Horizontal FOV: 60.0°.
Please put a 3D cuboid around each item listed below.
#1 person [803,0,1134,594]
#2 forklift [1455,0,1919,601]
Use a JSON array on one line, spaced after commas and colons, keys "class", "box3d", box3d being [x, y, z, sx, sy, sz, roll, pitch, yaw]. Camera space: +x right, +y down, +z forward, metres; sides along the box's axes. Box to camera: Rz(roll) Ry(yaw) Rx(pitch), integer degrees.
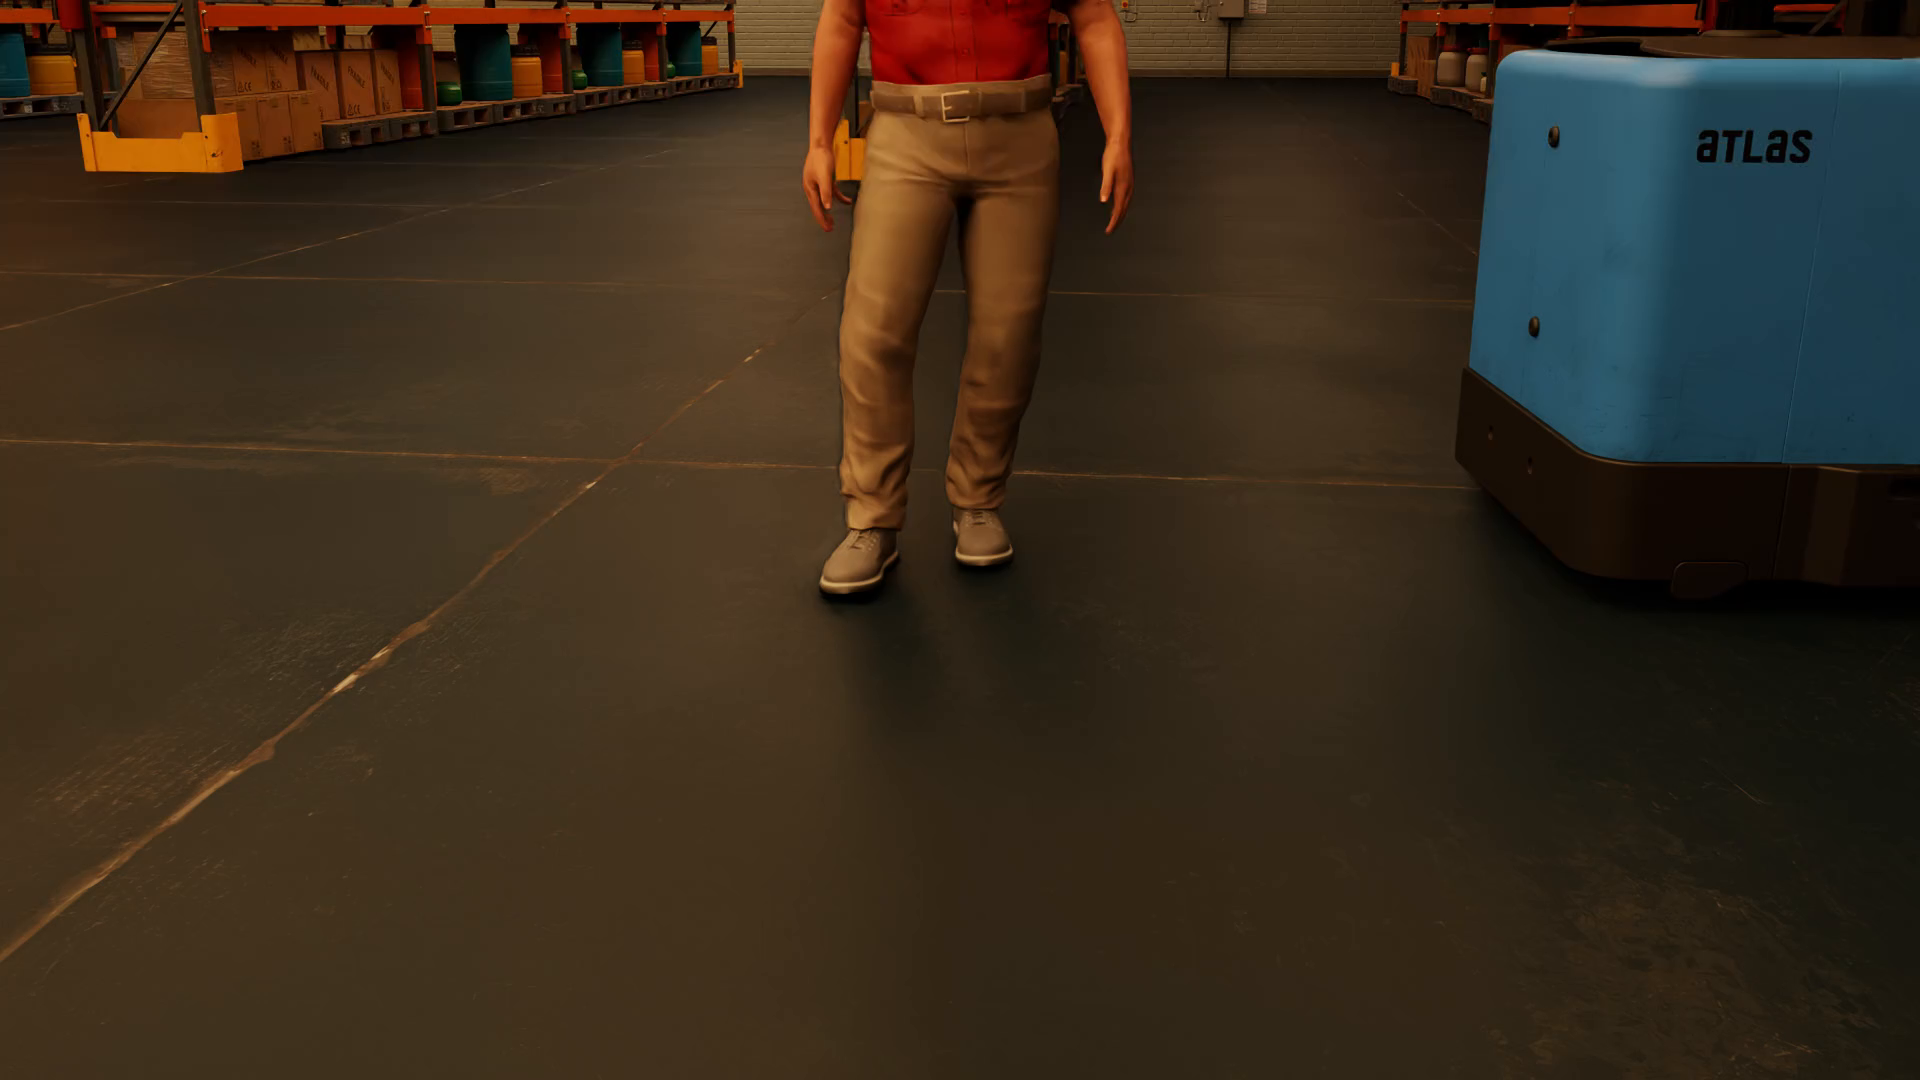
[{"class": "person", "box3d": [0.017, -0.768, 3.408, 0.681, 1.716, 0.528, -1, 18, -4]}, {"class": "forklift", "box3d": [2.768, -1.397, 3.383, 3.031, 2.935, 1.130, 0, 17, 1]}]
